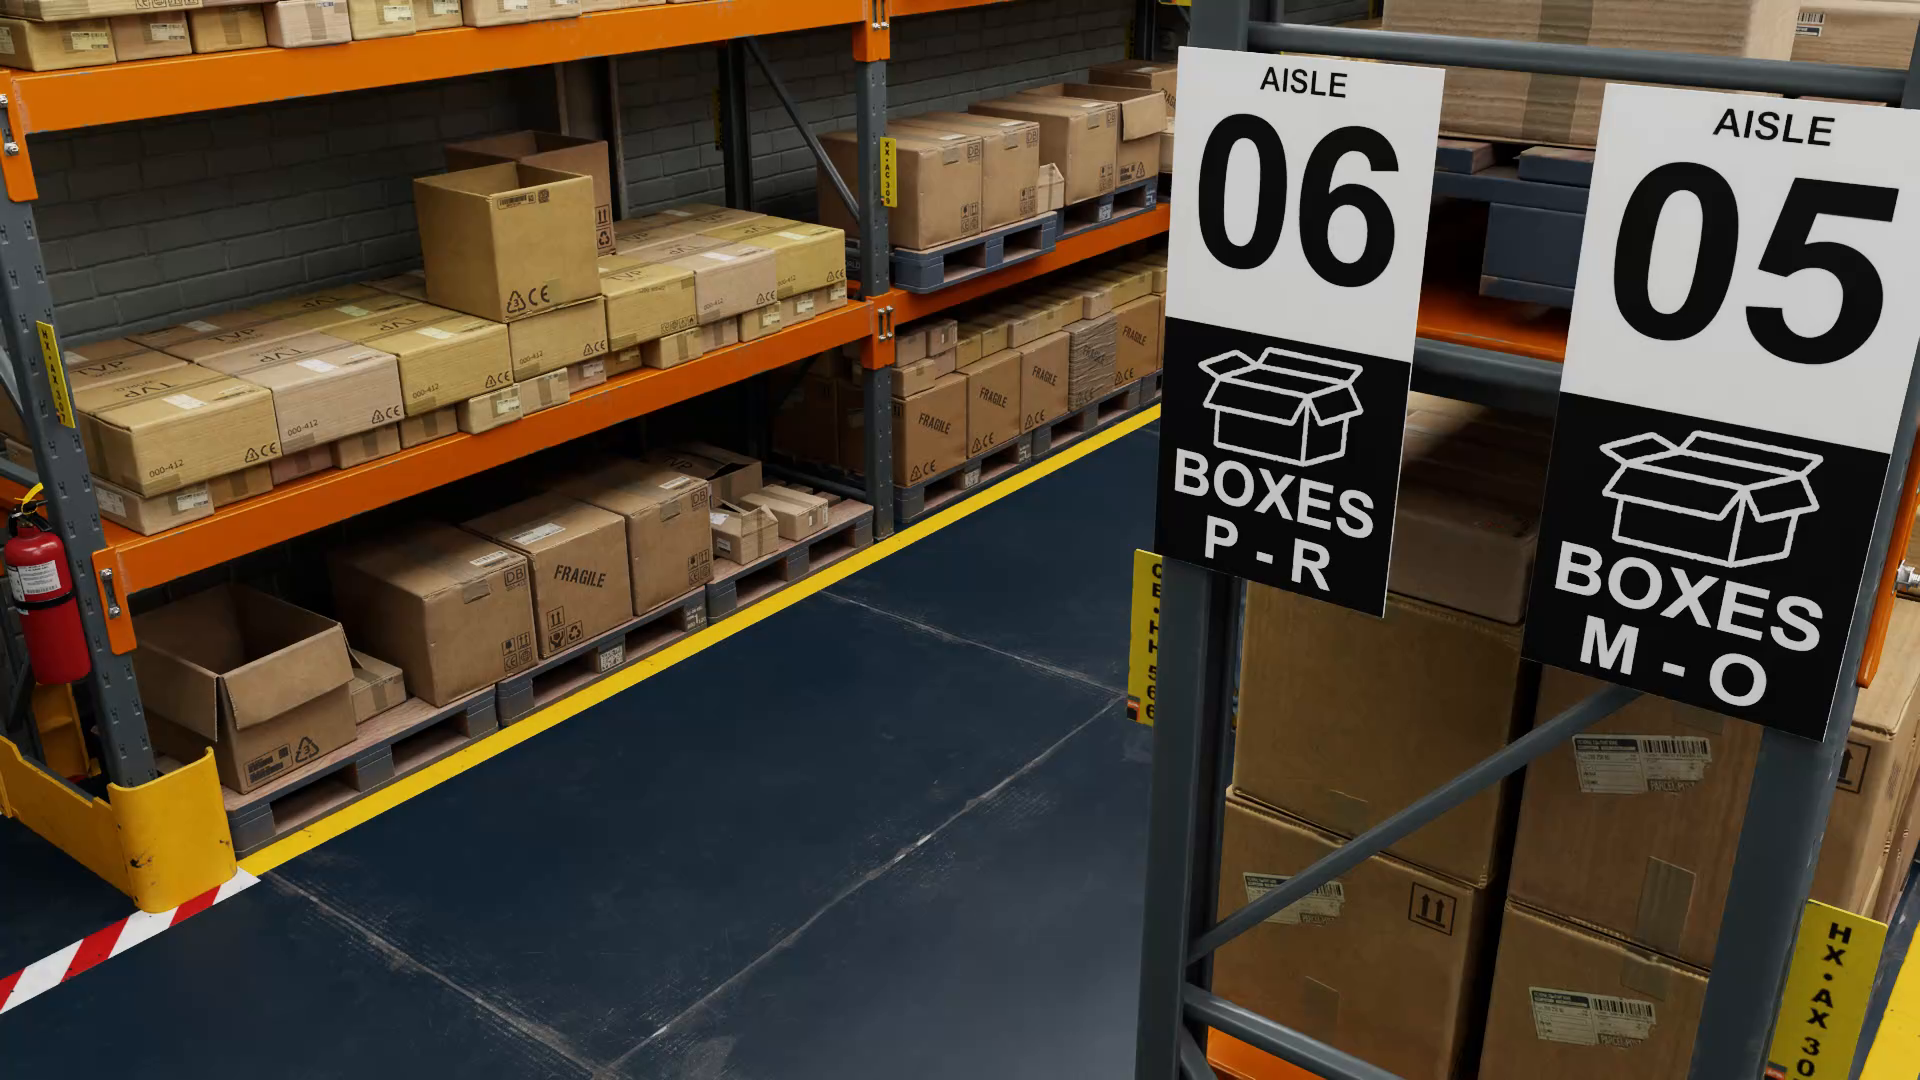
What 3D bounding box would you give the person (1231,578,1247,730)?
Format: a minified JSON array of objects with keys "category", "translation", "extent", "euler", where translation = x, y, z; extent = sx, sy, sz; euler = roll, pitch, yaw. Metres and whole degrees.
[{"category":"person","translation":[1.327,-0.083,6.753],"extent":[0.551,1.772,0.529],"euler":[21,31,39]}]
